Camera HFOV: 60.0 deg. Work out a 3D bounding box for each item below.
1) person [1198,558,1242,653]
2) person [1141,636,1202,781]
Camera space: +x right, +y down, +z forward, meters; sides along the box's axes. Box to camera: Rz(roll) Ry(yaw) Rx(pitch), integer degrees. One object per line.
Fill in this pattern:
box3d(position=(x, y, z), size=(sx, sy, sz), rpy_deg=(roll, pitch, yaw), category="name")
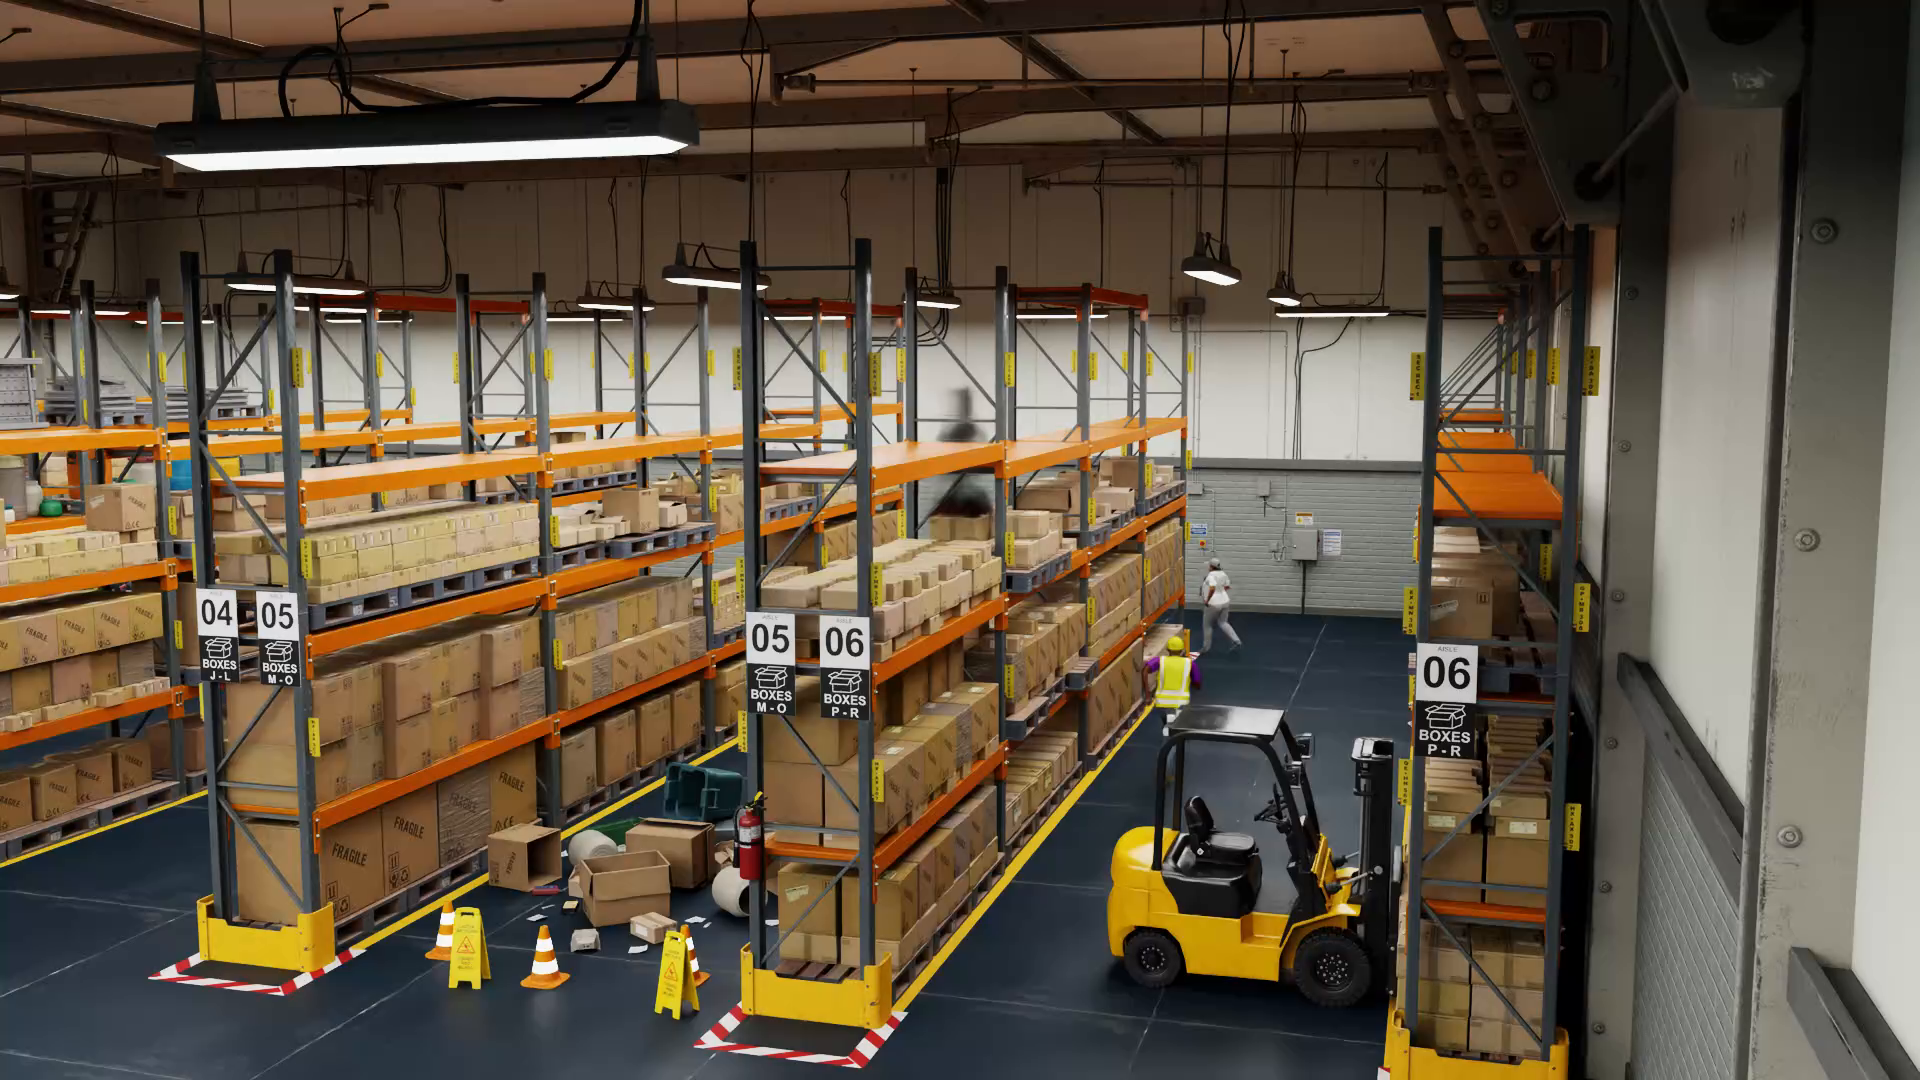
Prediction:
box3d(position=(4.406, 1.152, 28.583), size=(0.613, 1.700, 0.811), rpy_deg=(-5, 8, -39), category="person")
box3d(position=(2.568, 2.050, 20.180), size=(0.676, 1.722, 0.906), rpy_deg=(2, 7, 20), category="person")
